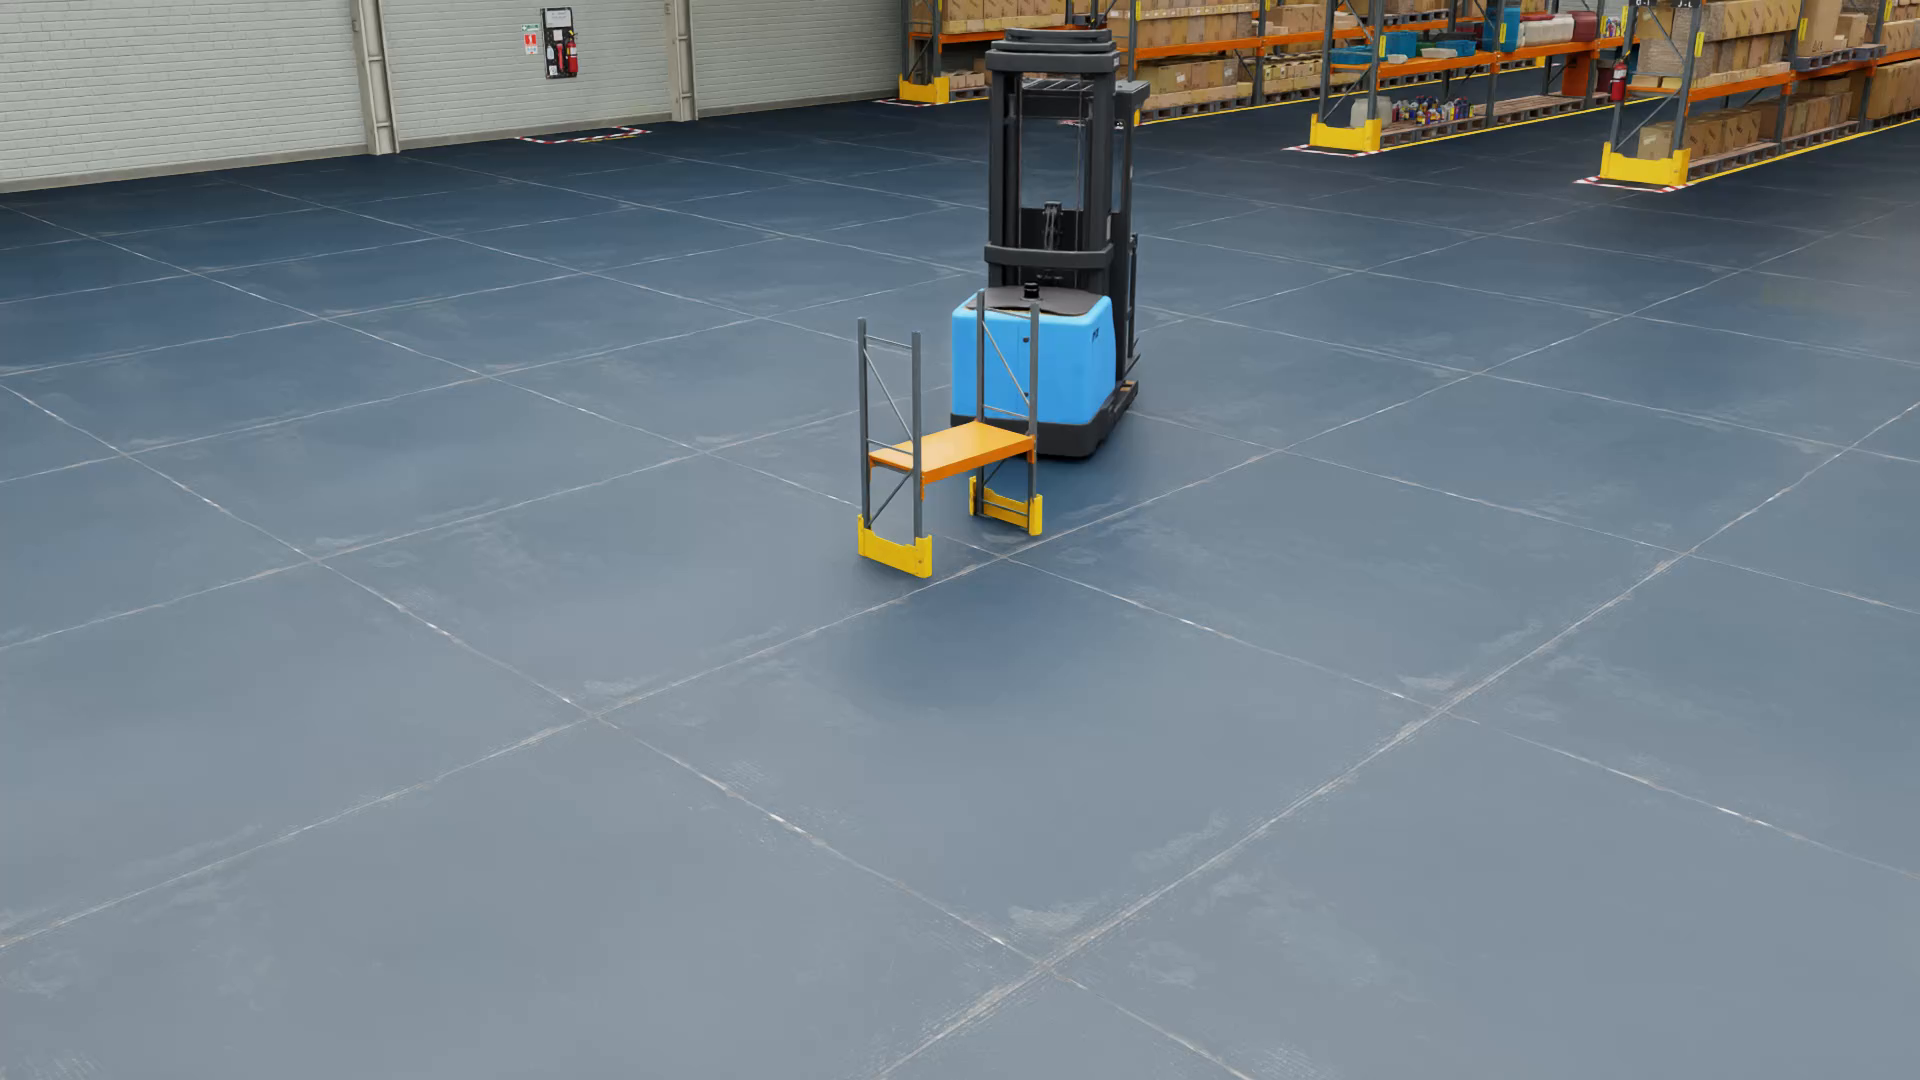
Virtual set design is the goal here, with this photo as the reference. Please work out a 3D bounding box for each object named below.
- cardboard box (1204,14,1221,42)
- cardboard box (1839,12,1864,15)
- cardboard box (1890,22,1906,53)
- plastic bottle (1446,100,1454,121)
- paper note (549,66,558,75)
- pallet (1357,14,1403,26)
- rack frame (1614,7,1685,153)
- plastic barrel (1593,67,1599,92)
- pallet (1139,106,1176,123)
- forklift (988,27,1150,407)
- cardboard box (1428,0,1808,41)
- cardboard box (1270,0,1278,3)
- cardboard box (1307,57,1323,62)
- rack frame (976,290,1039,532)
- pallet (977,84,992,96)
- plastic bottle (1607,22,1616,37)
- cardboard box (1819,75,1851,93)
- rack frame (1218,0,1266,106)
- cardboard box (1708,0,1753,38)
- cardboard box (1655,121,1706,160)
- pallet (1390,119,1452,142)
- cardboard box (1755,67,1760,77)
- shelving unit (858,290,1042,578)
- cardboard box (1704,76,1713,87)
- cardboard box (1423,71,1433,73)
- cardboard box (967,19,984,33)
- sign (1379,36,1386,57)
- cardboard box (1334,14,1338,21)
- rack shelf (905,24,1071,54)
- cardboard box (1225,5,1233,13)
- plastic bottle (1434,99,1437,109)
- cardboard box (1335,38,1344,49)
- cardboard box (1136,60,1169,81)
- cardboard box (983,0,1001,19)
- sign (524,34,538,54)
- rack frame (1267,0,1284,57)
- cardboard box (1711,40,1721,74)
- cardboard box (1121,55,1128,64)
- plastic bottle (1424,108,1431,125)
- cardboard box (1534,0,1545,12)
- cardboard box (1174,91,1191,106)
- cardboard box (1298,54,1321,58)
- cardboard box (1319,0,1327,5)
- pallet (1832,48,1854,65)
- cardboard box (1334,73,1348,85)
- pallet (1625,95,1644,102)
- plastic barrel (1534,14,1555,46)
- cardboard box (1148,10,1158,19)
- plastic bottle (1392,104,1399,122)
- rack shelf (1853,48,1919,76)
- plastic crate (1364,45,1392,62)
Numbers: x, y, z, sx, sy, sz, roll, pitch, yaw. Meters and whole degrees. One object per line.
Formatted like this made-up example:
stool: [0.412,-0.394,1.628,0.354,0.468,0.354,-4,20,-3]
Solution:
cardboard box: [4.537,-9.781,31.701,0.500,0.500,0.700,-20,28,-41]
cardboard box: [15.096,-8.757,28.451,0.500,0.500,0.500,15,26,34]
cardboard box: [16.336,-8.899,29.408,0.500,0.500,0.500,18,28,39]
plastic bottle: [8.503,-7.473,28.915,0.144,0.351,0.185,19,28,40]
paper note: [-7.025,-8.114,28.733,0.016,0.148,0.142,19,28,41]
pallet: [8.771,-11.245,35.918,1.213,0.211,1.003,19,28,41]
rack frame: [9.865,-6.605,23.579,0.949,2.616,0.053,19,28,41]
plastic barrel: [12.554,-9.235,33.302,0.421,0.512,0.421,0,21,0]
pallet: [3.271,-7.992,31.073,1.003,0.211,1.213,19,28,41]
forklift: [0.827,-2.461,12.891,1.121,2.935,3.031,6,22,15]
cardboard box: [11.637,-10.058,31.718,5.315,0.586,11.963,-15,26,-34]
cardboard box: [7.446,-13.423,40.735,0.500,0.500,0.500,19,28,40]
cardboard box: [7.448,-9.857,34.504,0.500,0.311,0.500,19,28,40]
rack frame: [0.295,-0.809,10.588,0.500,1.500,0.032,19,28,41]
pallet: [0.712,-9.555,35.141,1.003,0.211,1.213,19,28,41]
plastic bottle: [12.751,-9.994,32.567,0.152,0.276,0.135,19,28,41]
cardboard box: [14.998,-7.872,28.699,0.500,0.250,0.500,-19,28,-40]
rack frame: [5.558,-10.115,32.710,1.000,3.000,0.127,19,28,41]
cardboard box: [11.143,-7.587,24.186,0.500,0.500,0.500,19,28,41]
cardboard box: [10.703,-5.954,24.783,0.500,0.500,0.500,-12,24,-28]
pallet: [7.755,-7.095,28.740,1.003,0.211,1.213,19,28,41]
cardboard box: [11.952,-7.154,25.356,0.380,0.149,0.250,19,28,41]
shelving unit: [-0.053,-0.680,10.255,0.587,1.500,1.083,19,28,41]
cardboard box: [10.606,-6.623,23.974,0.380,0.149,0.250,19,28,41]
cardboard box: [10.299,-10.757,37.252,0.500,0.500,0.500,20,29,41]
cardboard box: [0.136,-10.448,33.757,0.500,0.250,0.500,18,28,39]
sign: [6.705,-7.836,26.396,0.100,0.325,0.005,19,28,41]
cardboard box: [7.586,-10.920,34.929,0.500,0.311,0.500,19,28,40]
rack shelf: [0.611,-10.504,34.724,1.077,0.370,4.000,19,28,41]
cardboard box: [4.985,-10.142,31.737,0.380,0.149,0.250,19,28,41]
plastic bottle: [8.439,-7.723,29.659,0.061,0.283,0.133,19,28,41]
cardboard box: [9.612,-13.134,43.463,0.700,0.500,0.500,19,28,40]
cardboard box: [3.616,-8.822,31.549,0.500,0.500,0.500,19,28,41]
cardboard box: [0.481,-10.918,33.935,0.500,0.500,0.500,18,27,39]
sign: [-7.312,-8.454,28.339,0.001,0.329,0.234,19,28,41]
rack frame: [7.587,-13.410,41.283,1.000,3.000,0.127,19,28,41]
cardboard box: [10.529,-7.085,24.272,0.875,0.500,0.500,19,28,41]
cardboard box: [3.563,-10.984,37.842,0.700,0.500,0.500,19,28,40]
plastic bottle: [7.973,-7.225,28.364,0.133,0.283,0.061,-20,28,-41]
cardboard box: [13.812,-13.063,40.240,0.500,0.500,0.500,-19,28,-40]
cardboard box: [3.996,-8.339,31.337,0.500,0.250,0.500,19,28,41]
cardboard box: [7.412,-10.119,35.186,0.500,0.311,0.500,18,28,39]
cardboard box: [8.991,-14.061,42.559,0.980,0.700,0.700,18,27,38]
pallet: [14.092,-8.054,27.615,1.003,0.211,1.213,19,28,41]
cardboard box: [7.799,-9.726,34.945,0.500,0.250,0.500,19,28,40]
pallet: [13.266,-9.126,34.023,1.003,0.211,1.213,19,28,41]
plastic barrel: [10.743,-9.428,30.734,0.433,0.535,0.433,0,21,0]
cardboard box: [3.378,-9.552,30.201,0.380,0.149,0.250,18,28,39]
plastic bottle: [7.553,-7.397,28.810,0.061,0.283,0.133,19,28,41]
rack shelf: [16.839,-8.841,30.398,1.077,0.370,4.000,19,28,41]
plastic crate: [6.906,-8.146,27.793,0.499,0.251,0.408,19,28,41]
